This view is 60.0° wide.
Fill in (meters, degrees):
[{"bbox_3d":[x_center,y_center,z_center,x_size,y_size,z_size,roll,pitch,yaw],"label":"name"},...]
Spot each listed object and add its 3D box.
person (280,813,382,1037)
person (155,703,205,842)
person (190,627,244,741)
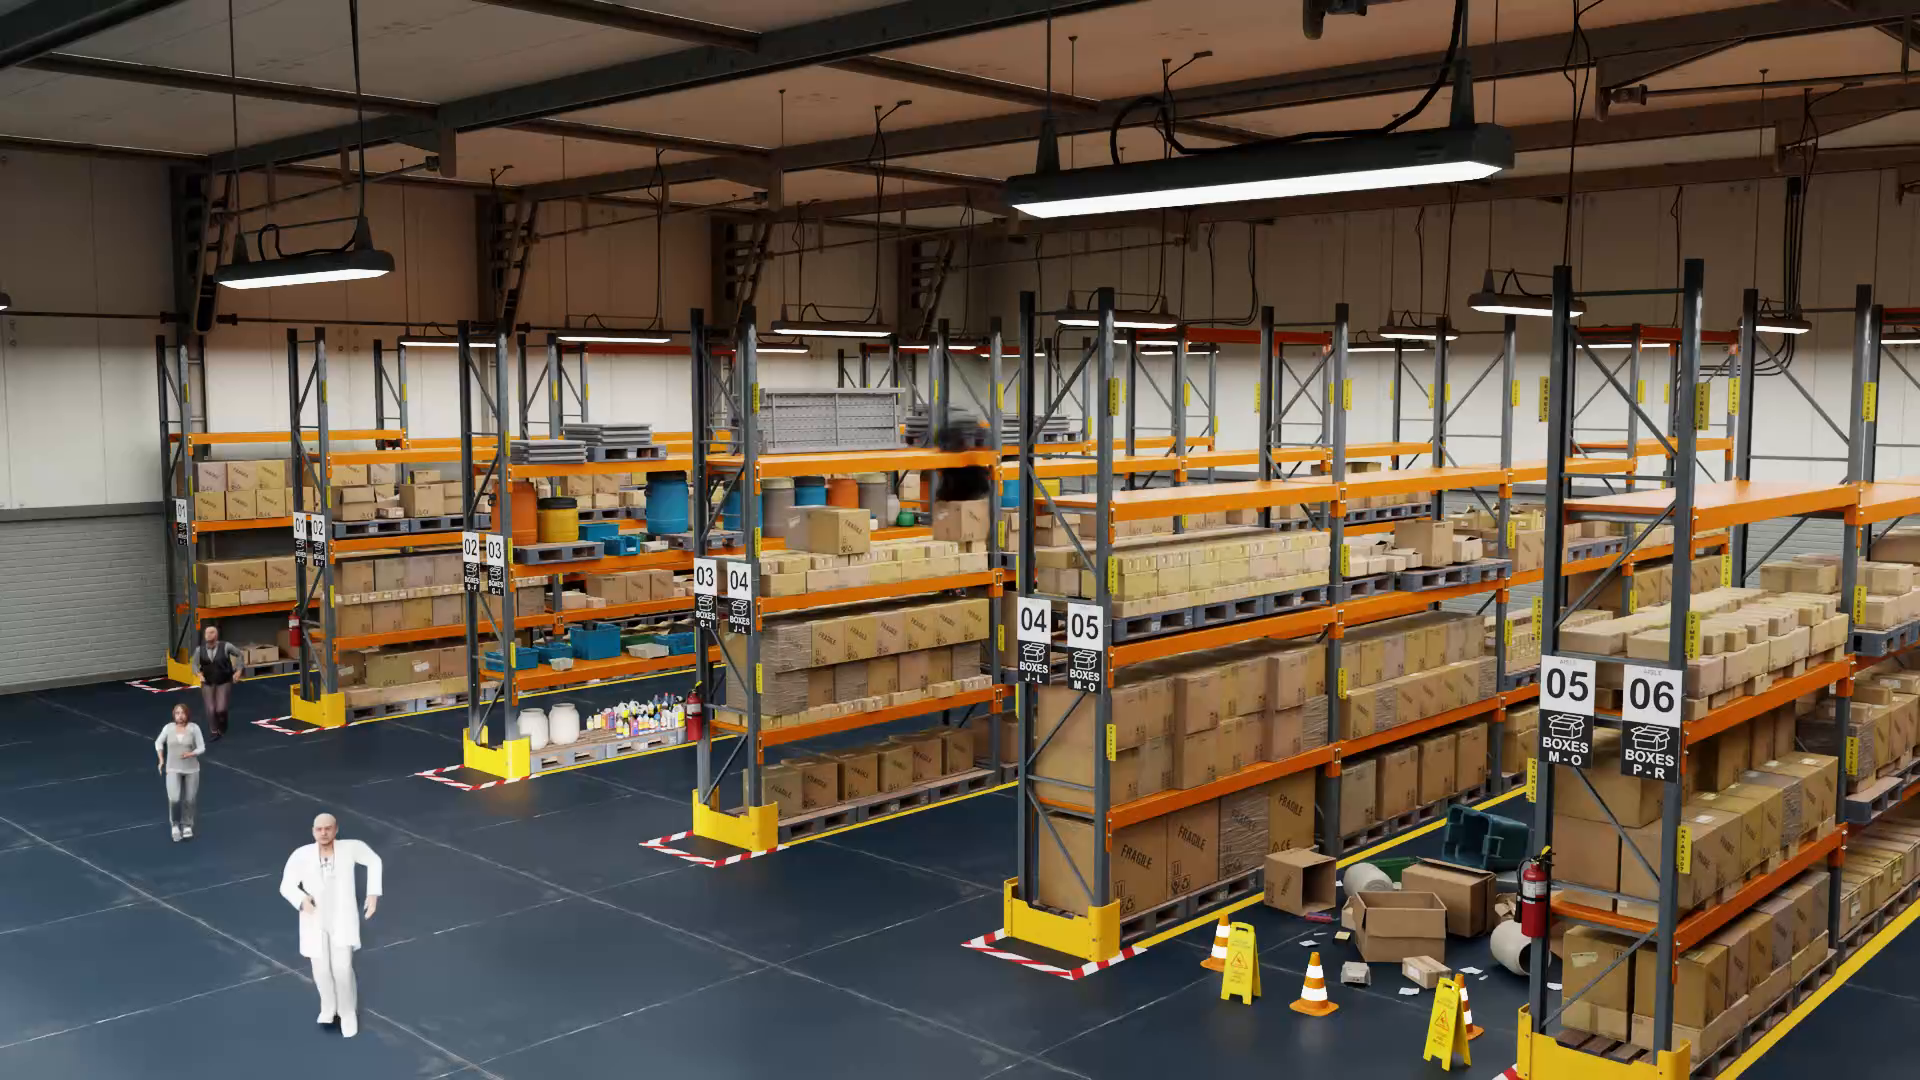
[{"bbox_3d":[-4.978,3.111,13.187,0.740,1.743,0.779,-1,6,-14],"label":"person"},{"bbox_3d":[-8.746,2.610,18.675,0.509,1.563,0.635,-3,6,-25],"label":"person"},{"bbox_3d":[-10.716,2.081,23.972,0.691,1.680,0.672,-1,5,-11],"label":"person"}]
